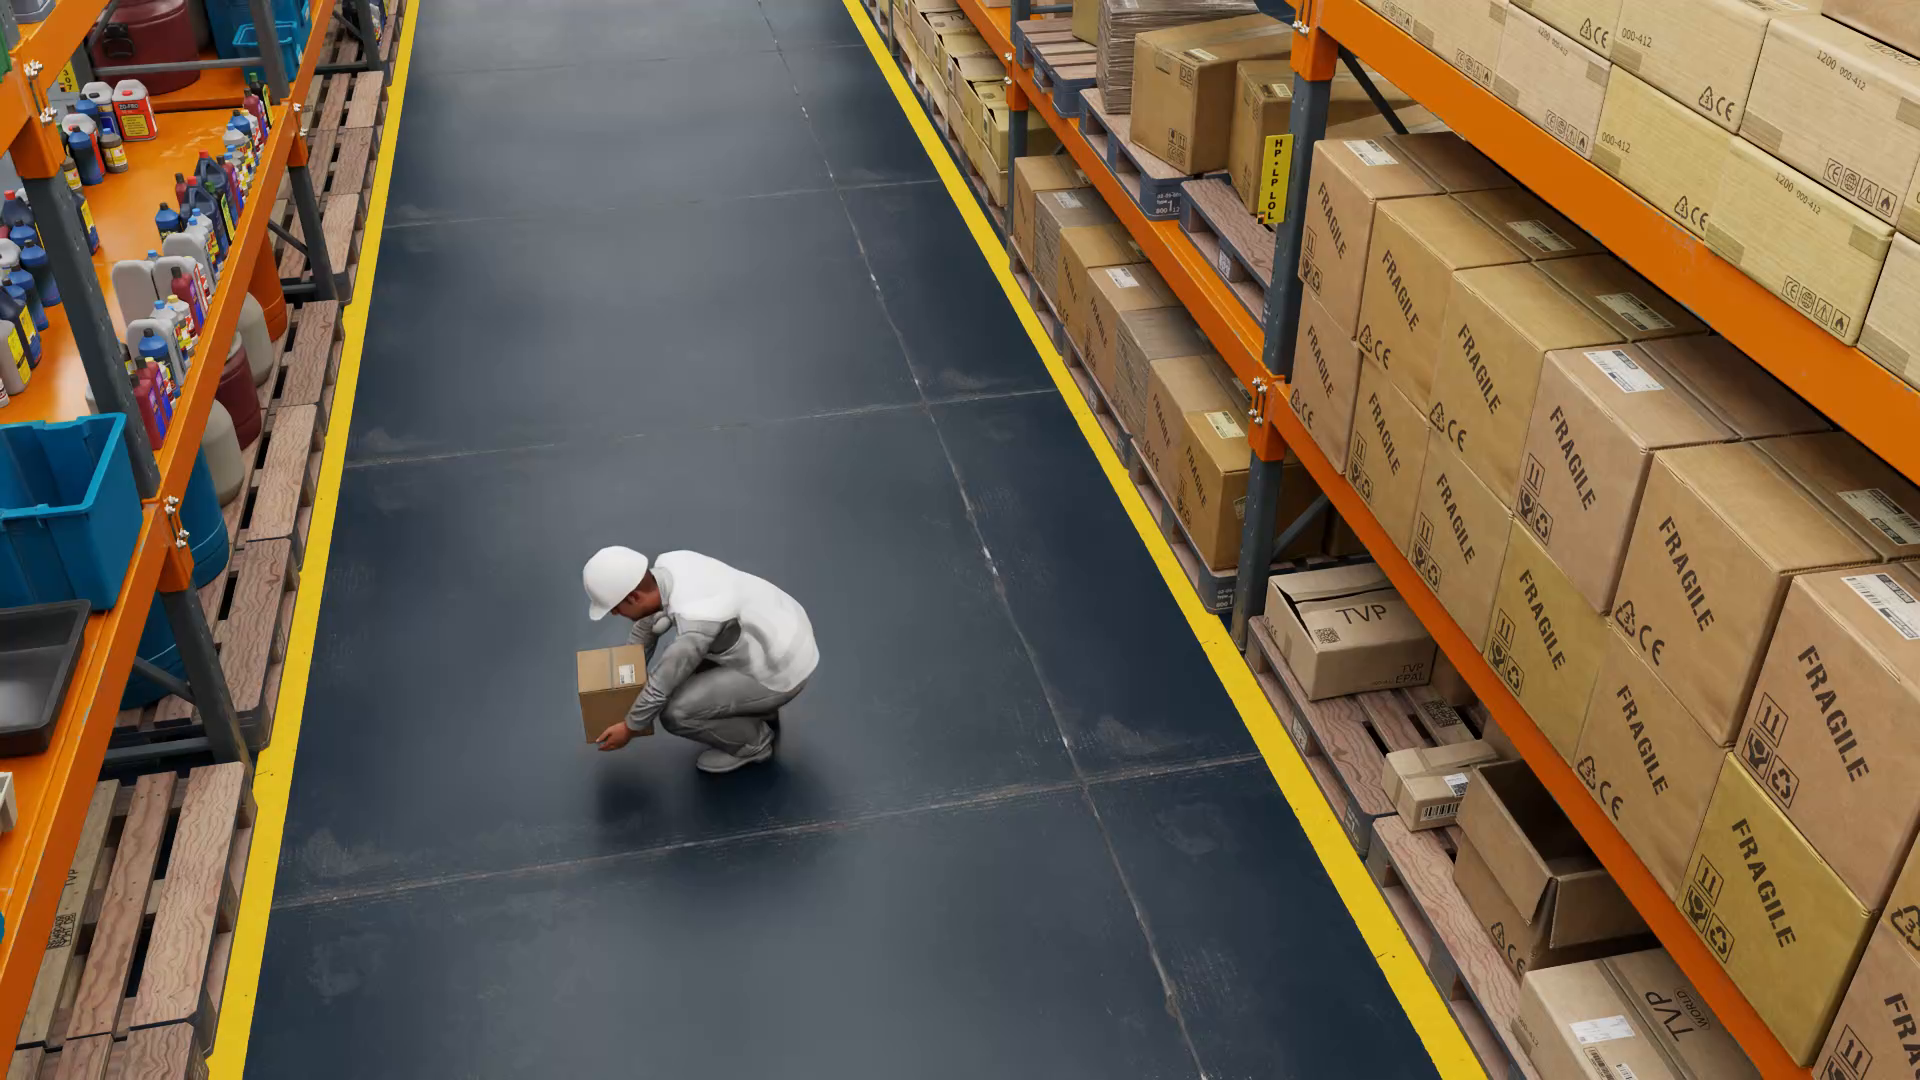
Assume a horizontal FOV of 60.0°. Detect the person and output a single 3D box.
[{"bbox_3d":[-0.869,0.409,6.276,0.654,0.841,0.513,-7,35,-10],"label":"person"}]
